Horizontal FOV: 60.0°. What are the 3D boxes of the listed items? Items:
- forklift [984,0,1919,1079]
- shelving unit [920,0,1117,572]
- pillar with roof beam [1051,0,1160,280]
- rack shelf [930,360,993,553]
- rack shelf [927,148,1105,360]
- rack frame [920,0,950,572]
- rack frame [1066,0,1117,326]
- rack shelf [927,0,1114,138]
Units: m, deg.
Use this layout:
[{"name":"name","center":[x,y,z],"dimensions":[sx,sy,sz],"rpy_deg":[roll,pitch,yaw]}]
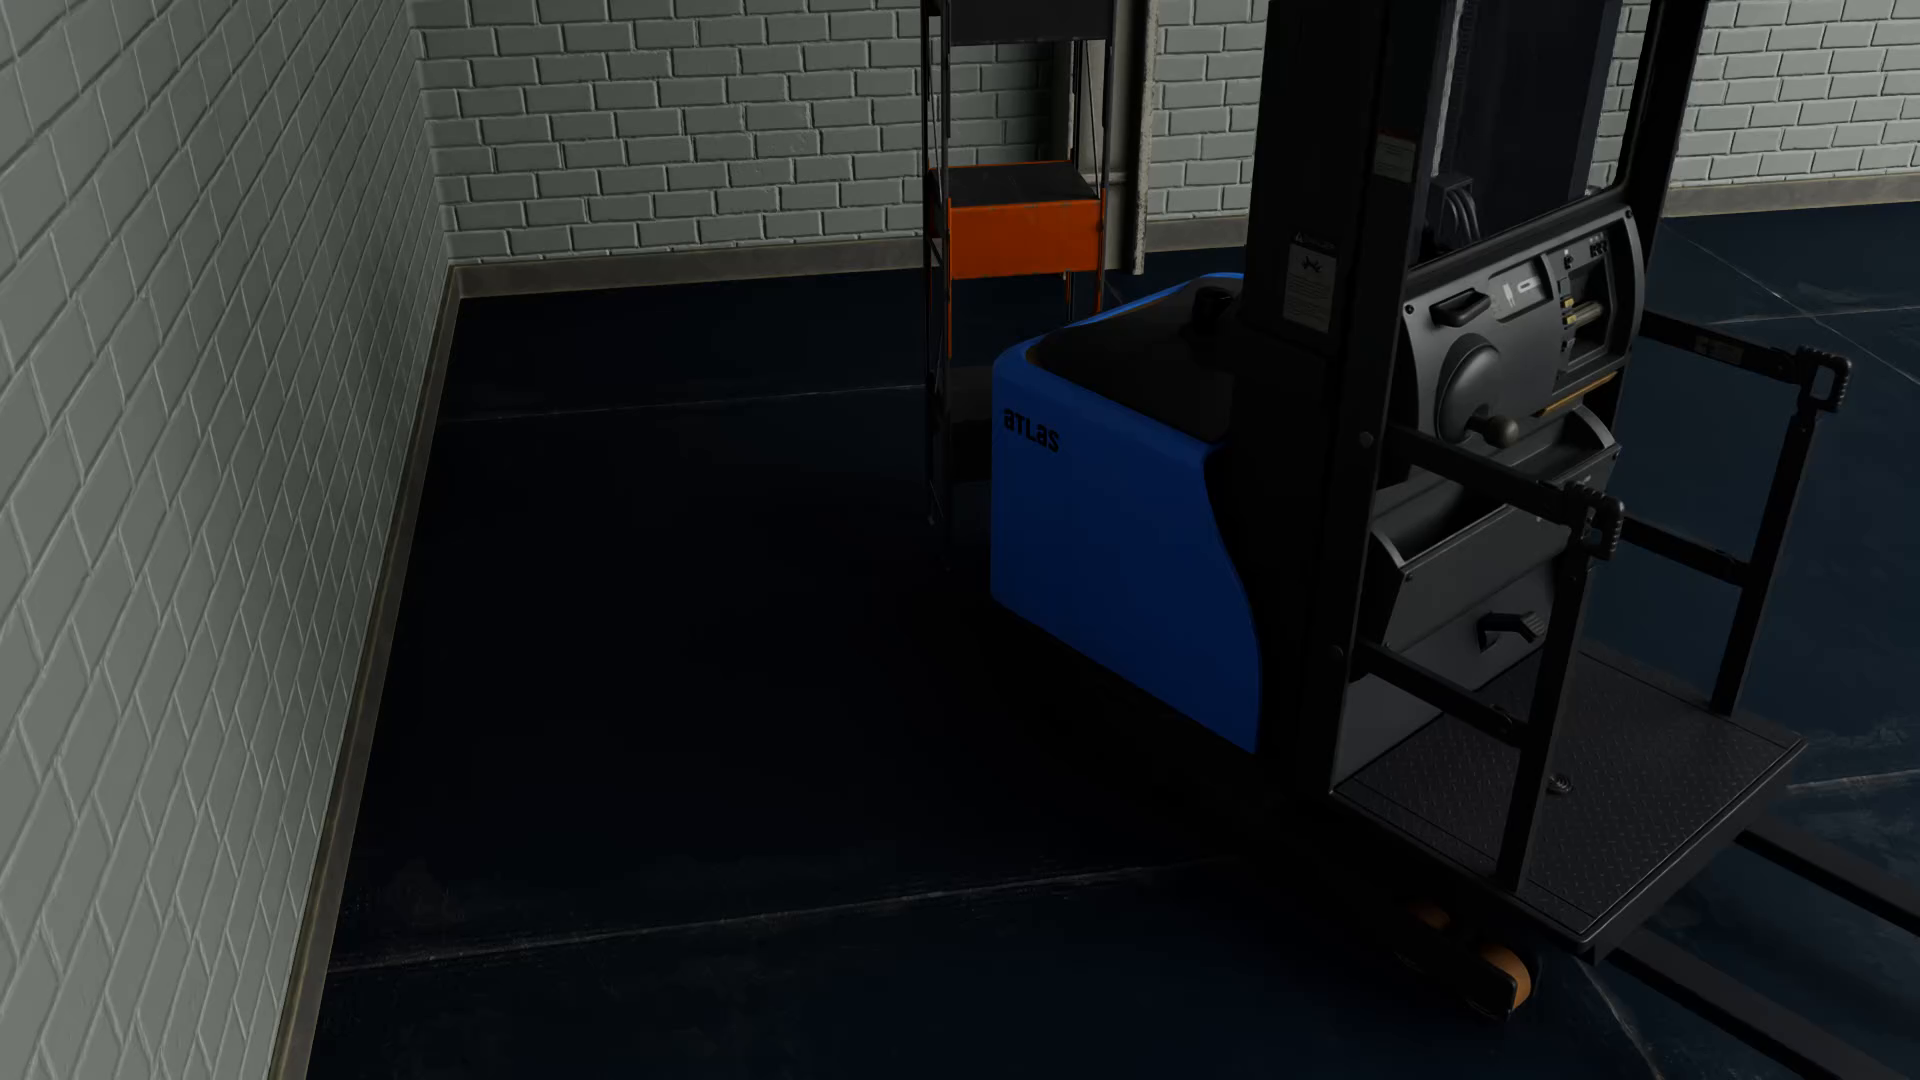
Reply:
[{"name":"forklift","center":[1.425,-0.449,3.622],"dimensions":[1.130,2.935,3.031],"rpy_deg":[-24,38,-35]},{"name":"shelving unit","center":[0.163,-0.920,5.243],"dimensions":[0.503,2.100,0.431],"rpy_deg":[-5,31,-9]},{"name":"pillar with roof beam","center":[1.425,-3.055,2.068],"dimensions":[0.400,9.000,9.100],"rpy_deg":[-5,31,-9]},{"name":"rack shelf","center":[0.163,-0.305,5.605],"dimensions":[0.480,0.518,0.431],"rpy_deg":[-5,31,-9]},{"name":"rack shelf","center":[0.163,-0.908,5.250],"dimensions":[0.480,0.518,0.431],"rpy_deg":[-5,31,-9]},{"name":"rack frame","center":[-0.077,-0.898,5.206],"dimensions":[0.015,2.100,0.400],"rpy_deg":[-5,31,-9]},{"name":"rack frame","center":[0.403,-0.943,5.281],"dimensions":[0.015,2.100,0.400],"rpy_deg":[-5,31,-9]},{"name":"rack shelf","center":[0.163,-1.512,4.896],"dimensions":[0.480,0.518,0.431],"rpy_deg":[-5,31,-9]}]
